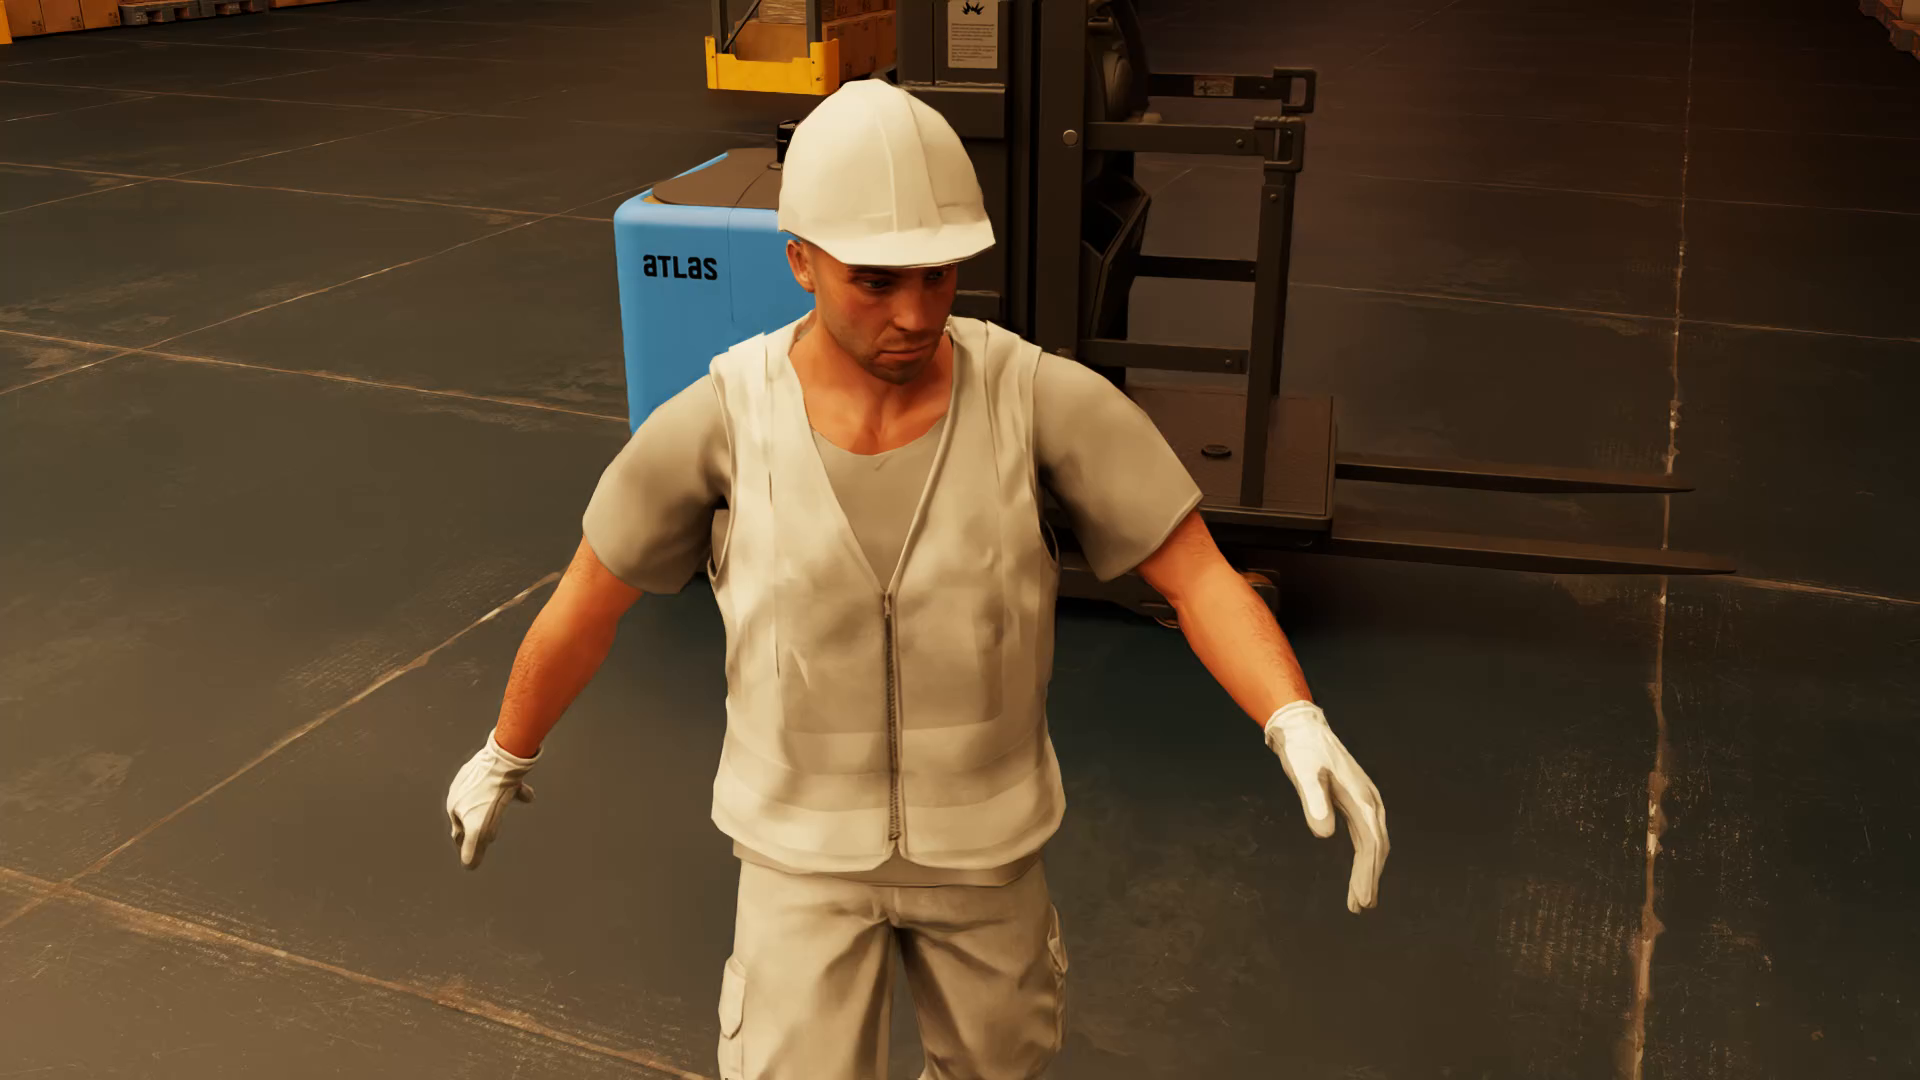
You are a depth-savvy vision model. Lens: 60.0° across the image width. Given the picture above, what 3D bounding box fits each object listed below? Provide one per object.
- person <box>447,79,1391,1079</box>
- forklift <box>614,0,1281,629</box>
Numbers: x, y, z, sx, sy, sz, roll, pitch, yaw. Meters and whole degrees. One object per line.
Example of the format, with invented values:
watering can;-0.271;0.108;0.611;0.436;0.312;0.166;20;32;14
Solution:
person;-0.109;0.354;1.904;1.001;1.696;0.751;-3;23;-7
forklift;0.615;-1.320;4.449;3.031;2.935;1.130;5;23;12
